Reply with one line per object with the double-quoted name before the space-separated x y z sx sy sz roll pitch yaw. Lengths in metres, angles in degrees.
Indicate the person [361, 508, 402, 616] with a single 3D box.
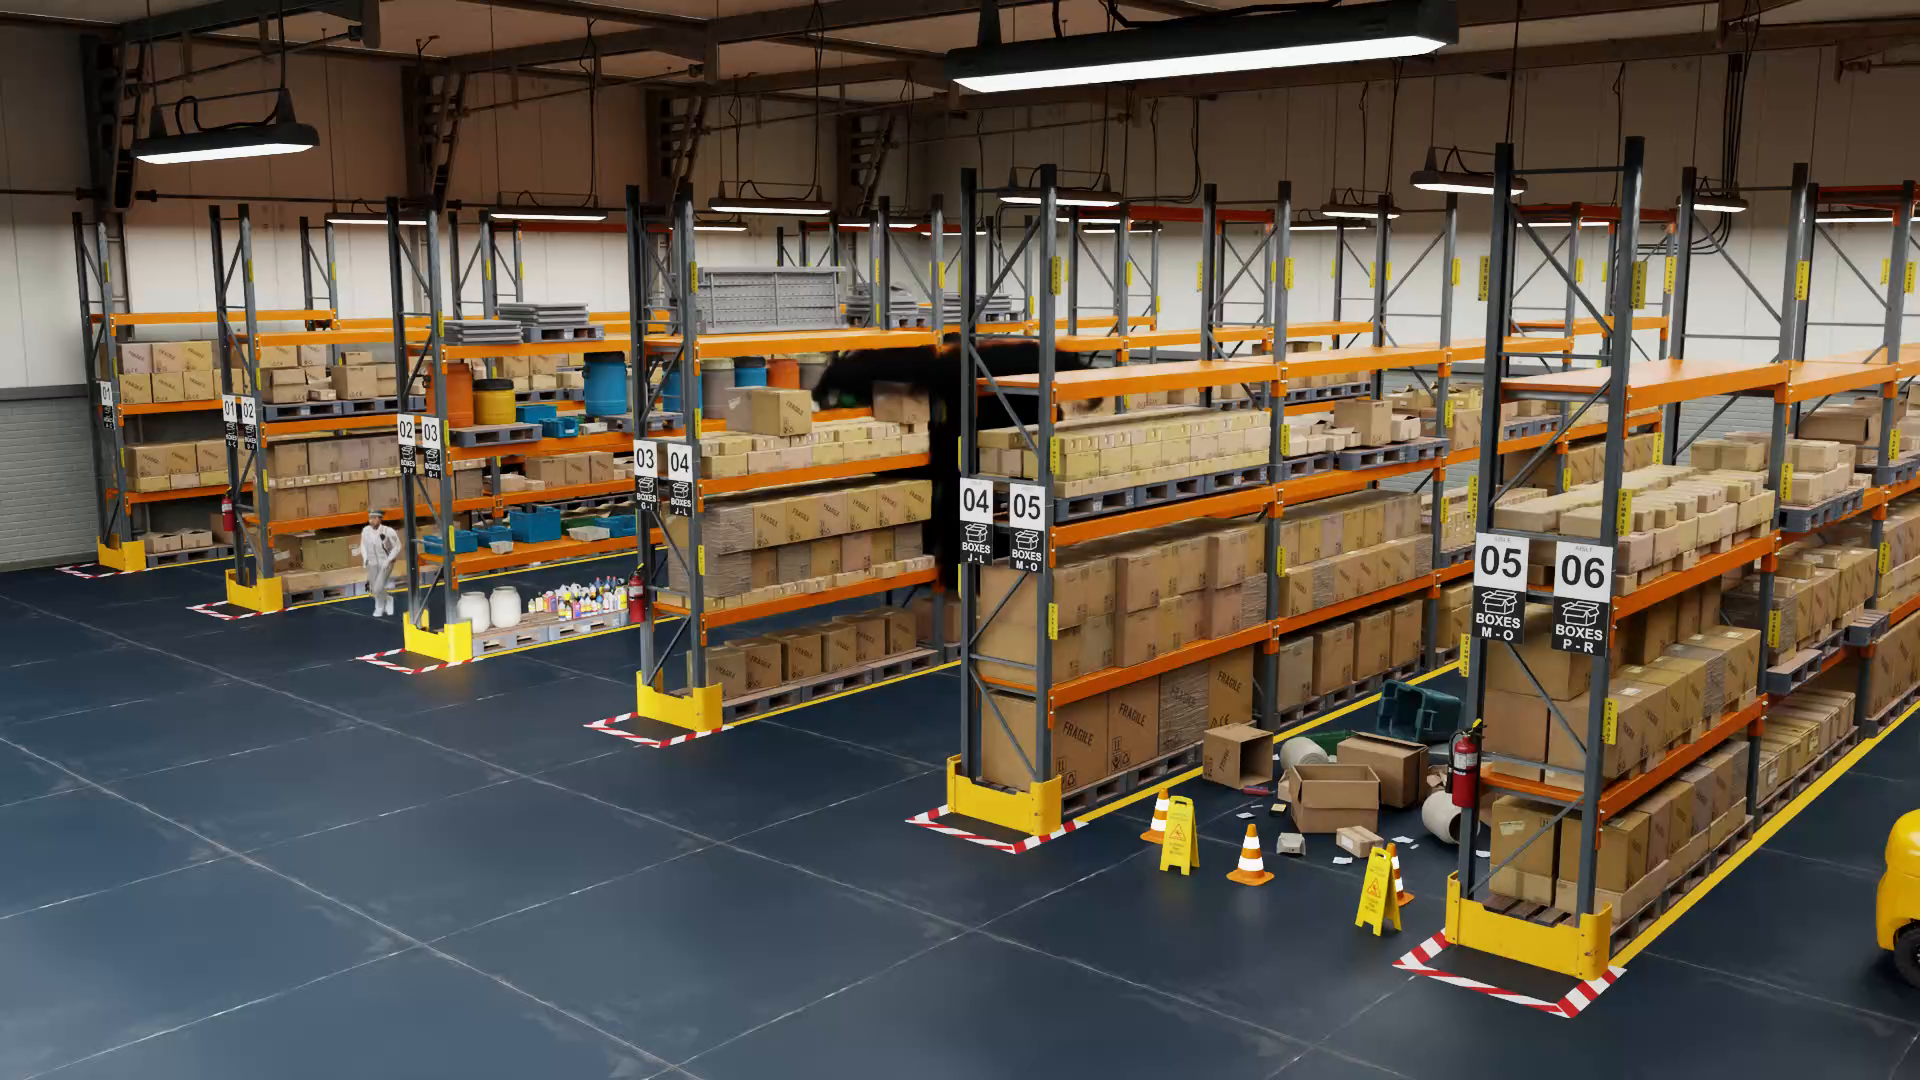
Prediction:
"person" -8.095 0.308 23.245 0.598 1.580 0.571 1 10 4
